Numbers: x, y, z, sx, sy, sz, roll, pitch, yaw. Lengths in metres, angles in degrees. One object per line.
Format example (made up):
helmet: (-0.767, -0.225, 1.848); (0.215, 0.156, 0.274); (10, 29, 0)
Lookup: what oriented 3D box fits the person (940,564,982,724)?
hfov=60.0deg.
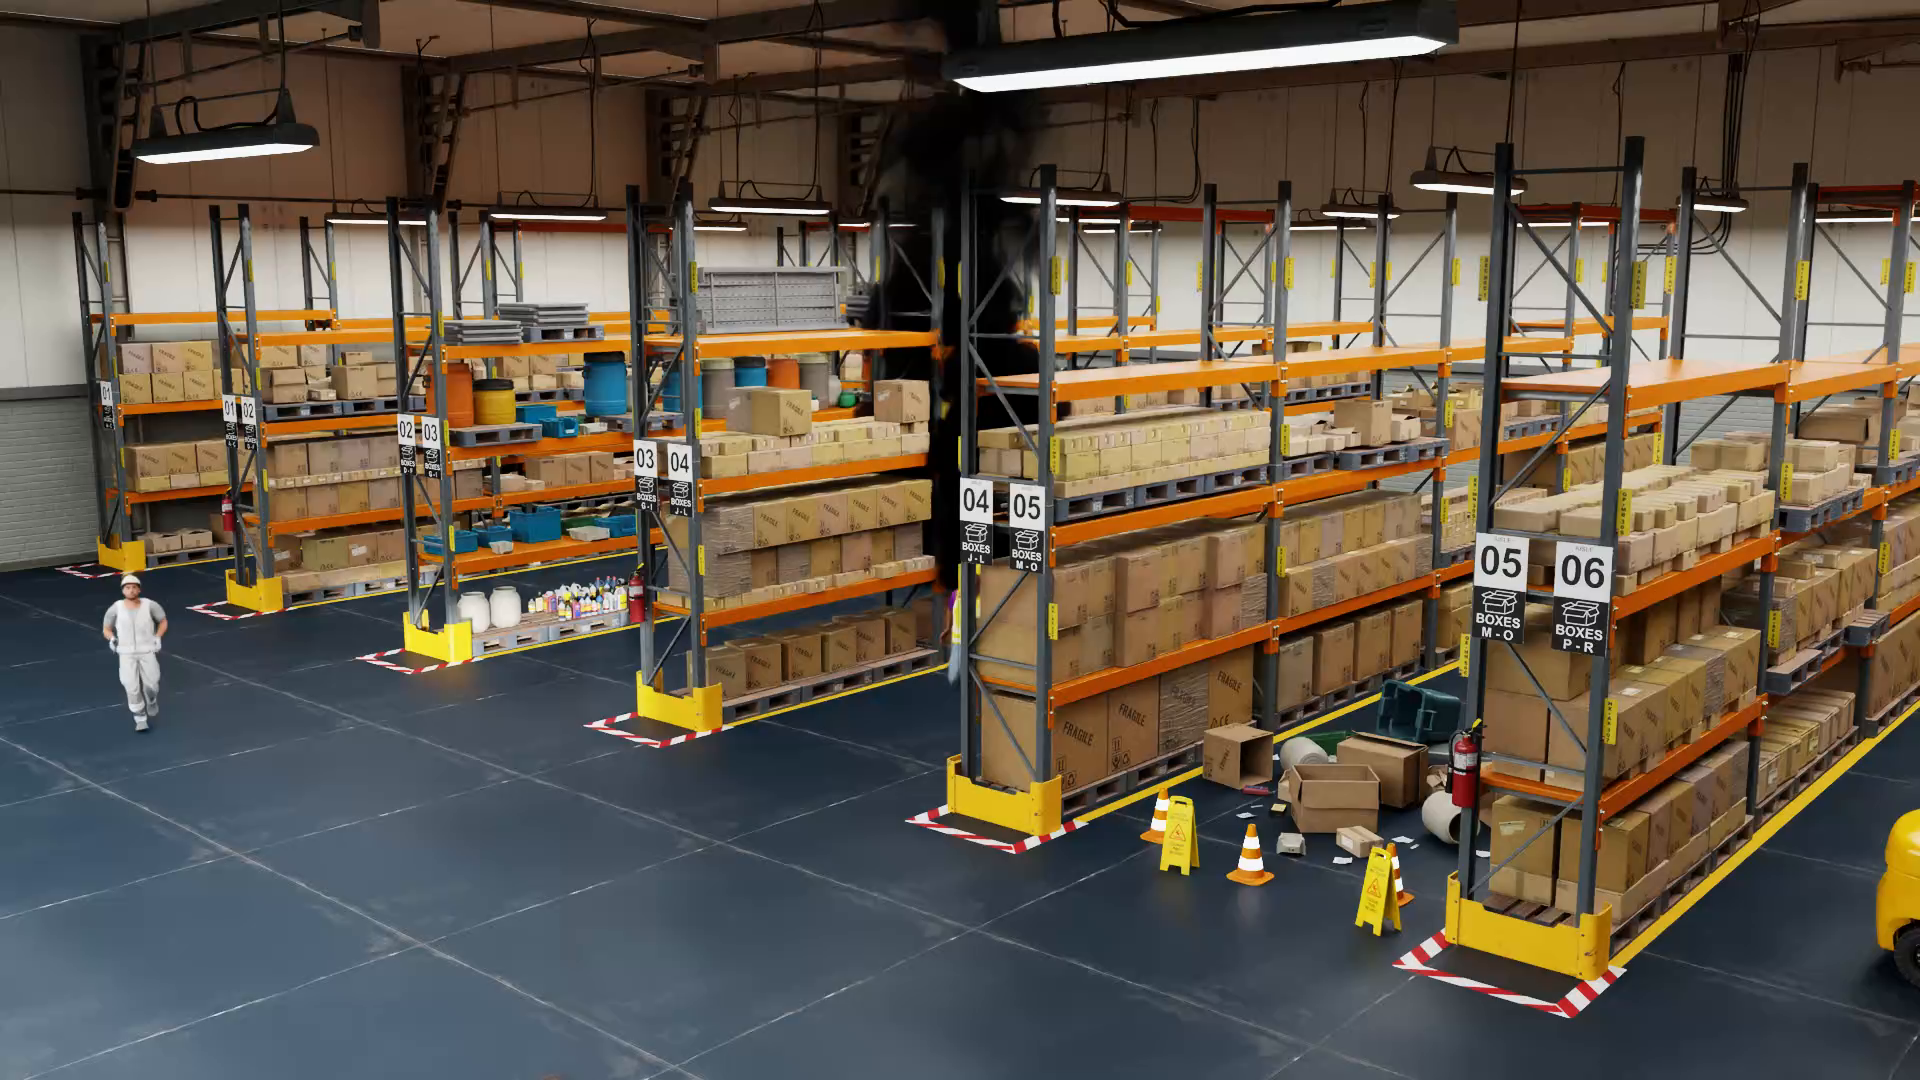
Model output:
person: (0.089, 1.112, 17.596); (0.705, 1.736, 0.580); (4, 10, 24)

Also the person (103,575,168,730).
person: (-9.158, 1.253, 18.504); (0.652, 1.738, 0.614); (-4, 10, -24)
